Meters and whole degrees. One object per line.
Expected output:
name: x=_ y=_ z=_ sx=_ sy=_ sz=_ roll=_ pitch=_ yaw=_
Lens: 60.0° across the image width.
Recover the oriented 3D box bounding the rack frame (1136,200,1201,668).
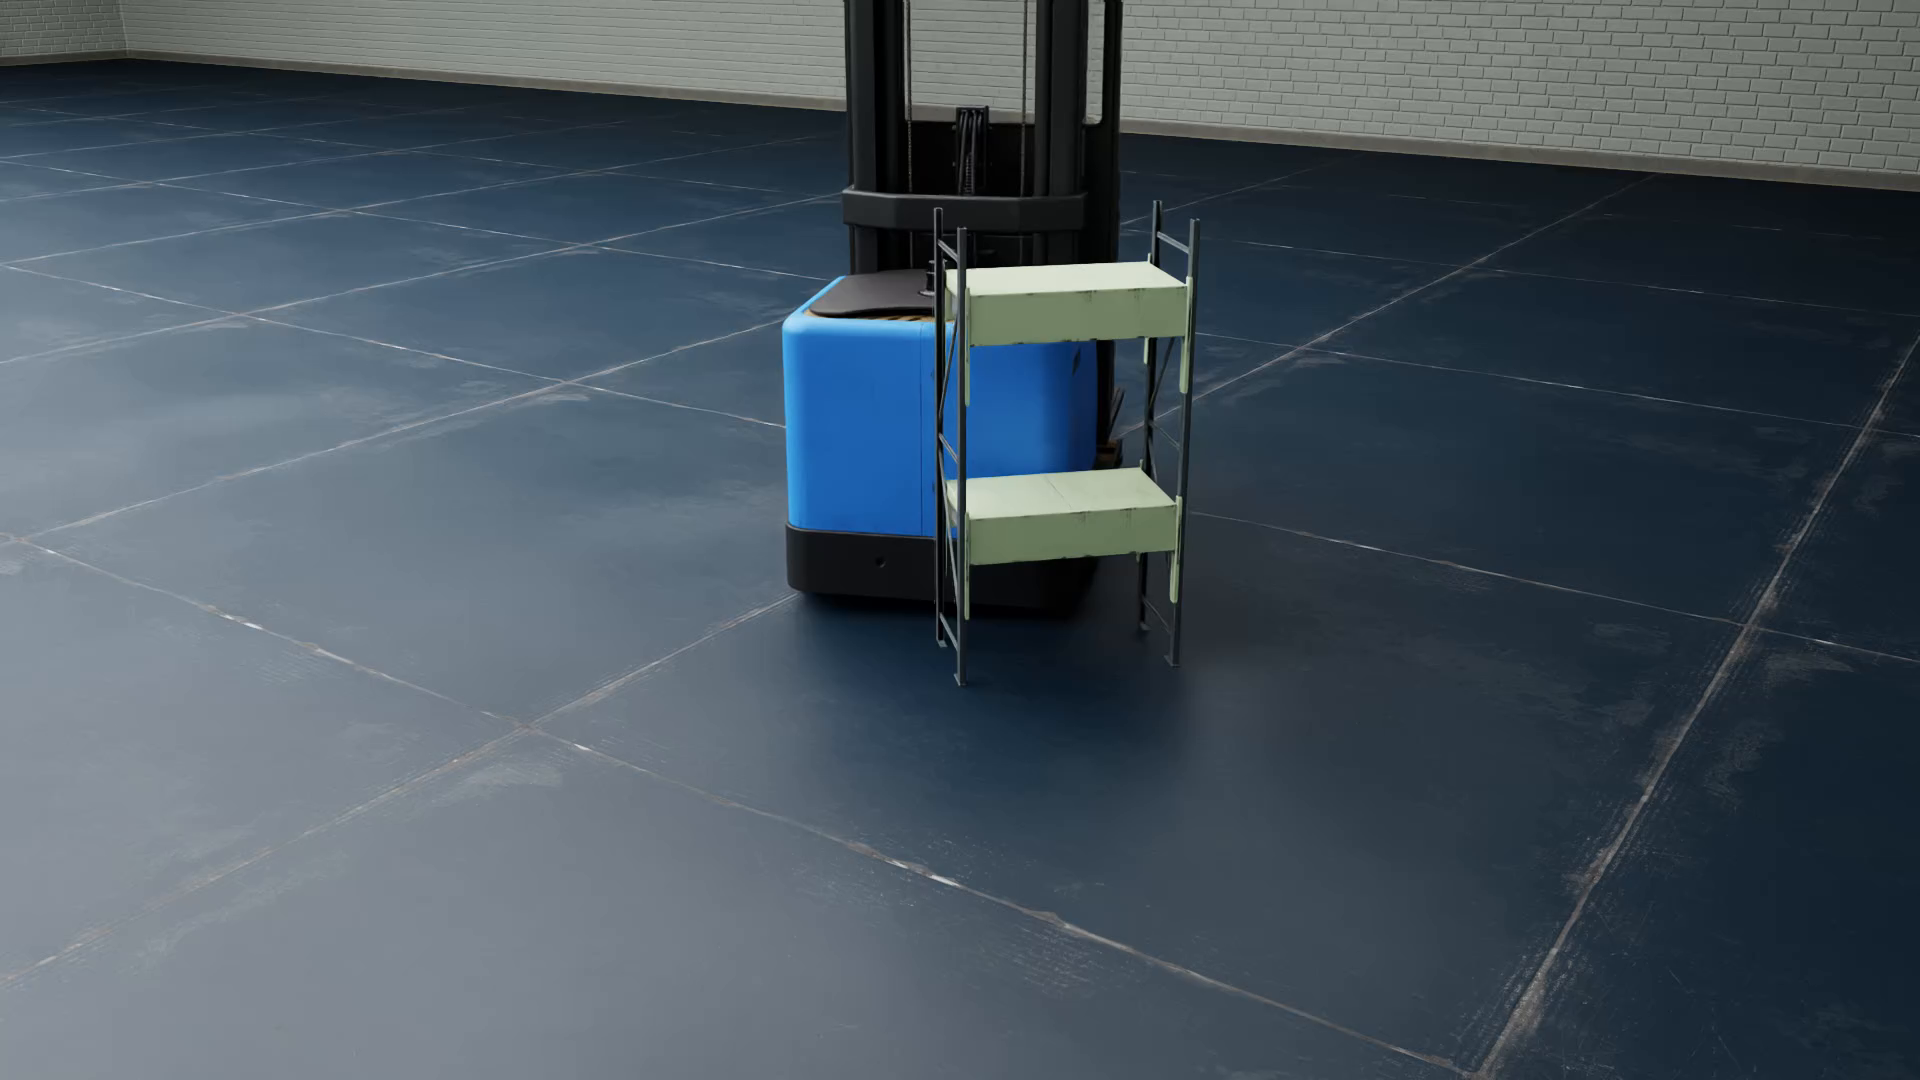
rack frame: x=0.684 y=-0.341 z=5.525 sx=0.023 sy=1.500 sz=0.400 roll=-4 pitch=21 yaw=-11

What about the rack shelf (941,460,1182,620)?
rack shelf: x=0.326 y=-0.009 z=5.568 sx=0.720 sy=0.370 sz=0.431 roll=-4 pitch=21 yaw=-11

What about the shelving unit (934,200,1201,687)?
shelving unit: x=0.326 y=-0.315 z=5.454 sx=0.755 sy=1.500 sz=0.431 roll=-4 pitch=21 yaw=-11

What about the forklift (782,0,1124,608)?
forklift: x=0.134 y=-1.607 z=6.885 sx=1.130 sy=2.935 sz=3.031 roll=4 pitch=21 yaw=10

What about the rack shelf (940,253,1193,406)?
rack shelf: x=0.326 y=-0.681 z=5.319 sx=0.720 sy=0.370 sz=0.431 roll=-4 pitch=21 yaw=-11

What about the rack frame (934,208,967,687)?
rack frame: x=-0.032 y=-0.289 z=5.384 sx=0.023 sy=1.500 sz=0.400 roll=-4 pitch=21 yaw=-11
